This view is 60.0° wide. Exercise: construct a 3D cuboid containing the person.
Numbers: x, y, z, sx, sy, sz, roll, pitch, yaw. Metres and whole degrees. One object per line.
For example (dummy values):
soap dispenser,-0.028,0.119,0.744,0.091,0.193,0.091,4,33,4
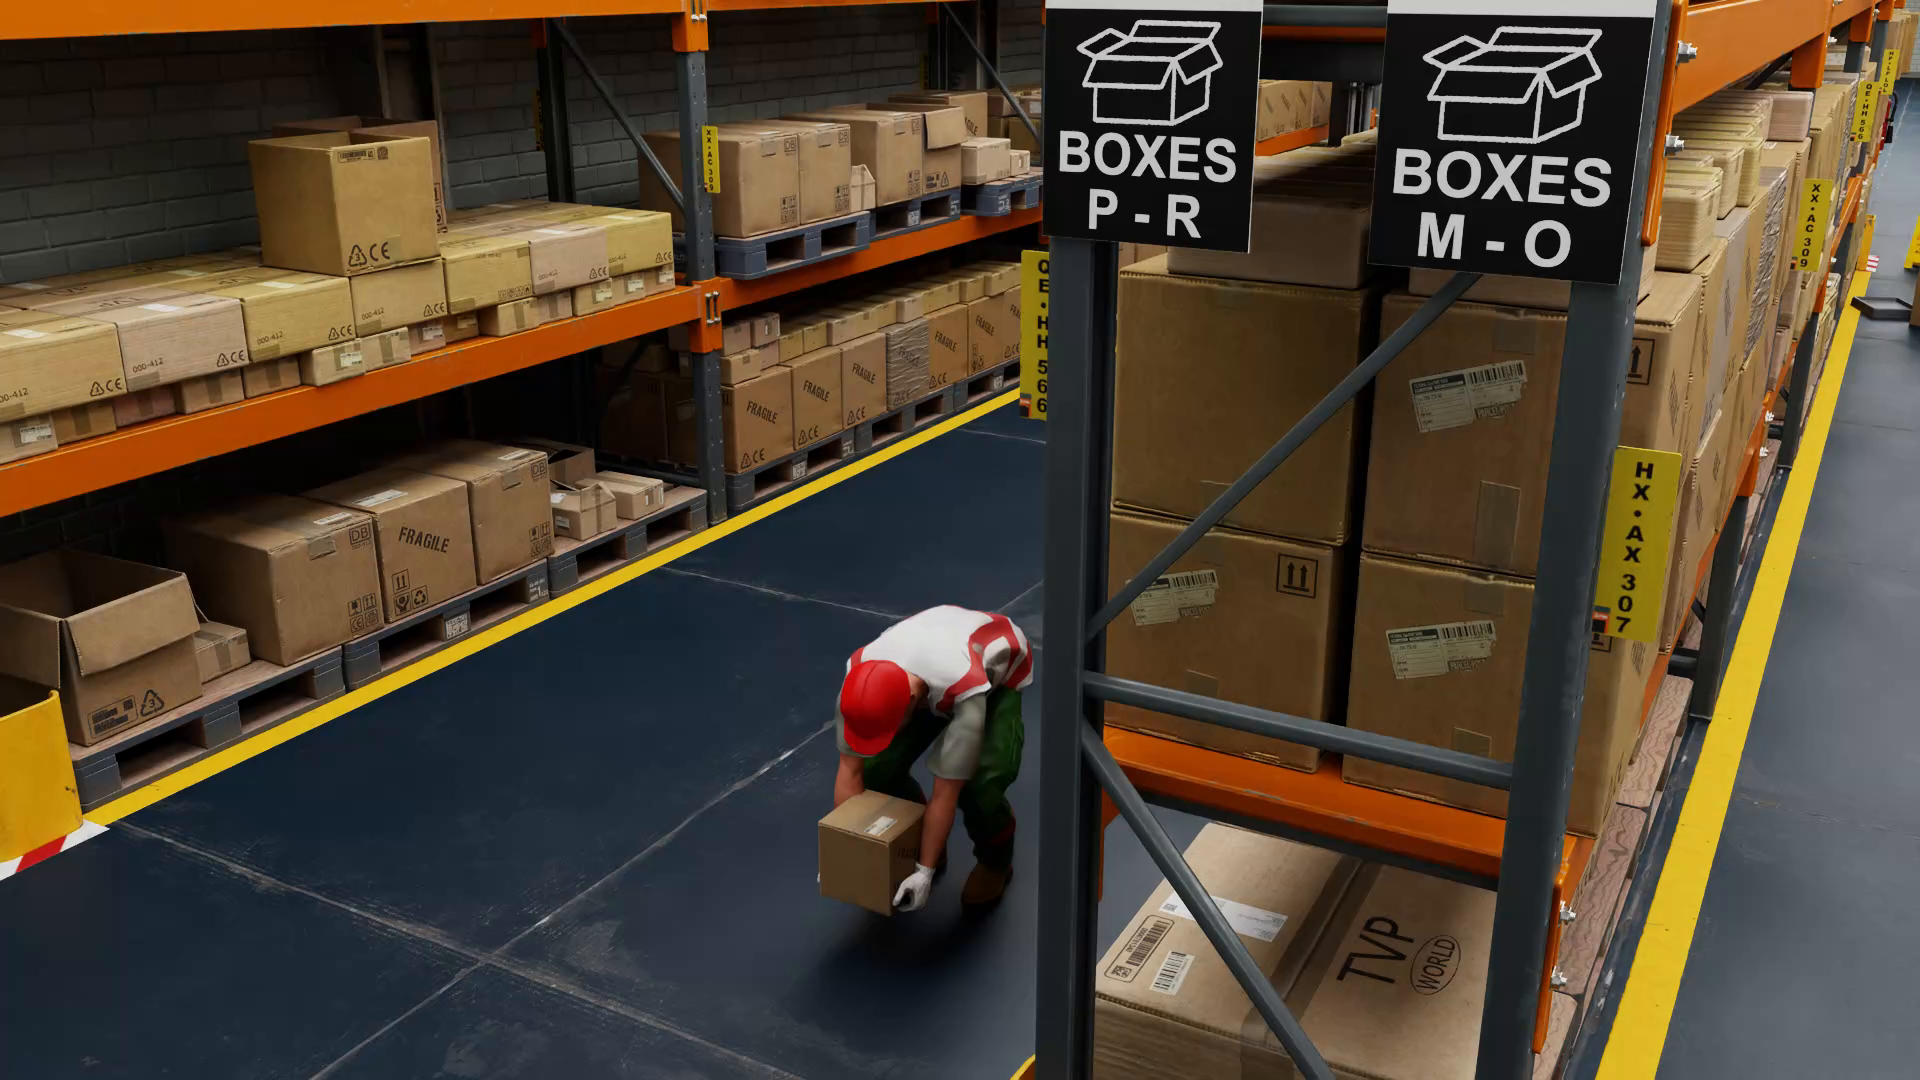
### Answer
person,-0.090,0.705,5.222,0.530,0.990,0.953,9,21,25
